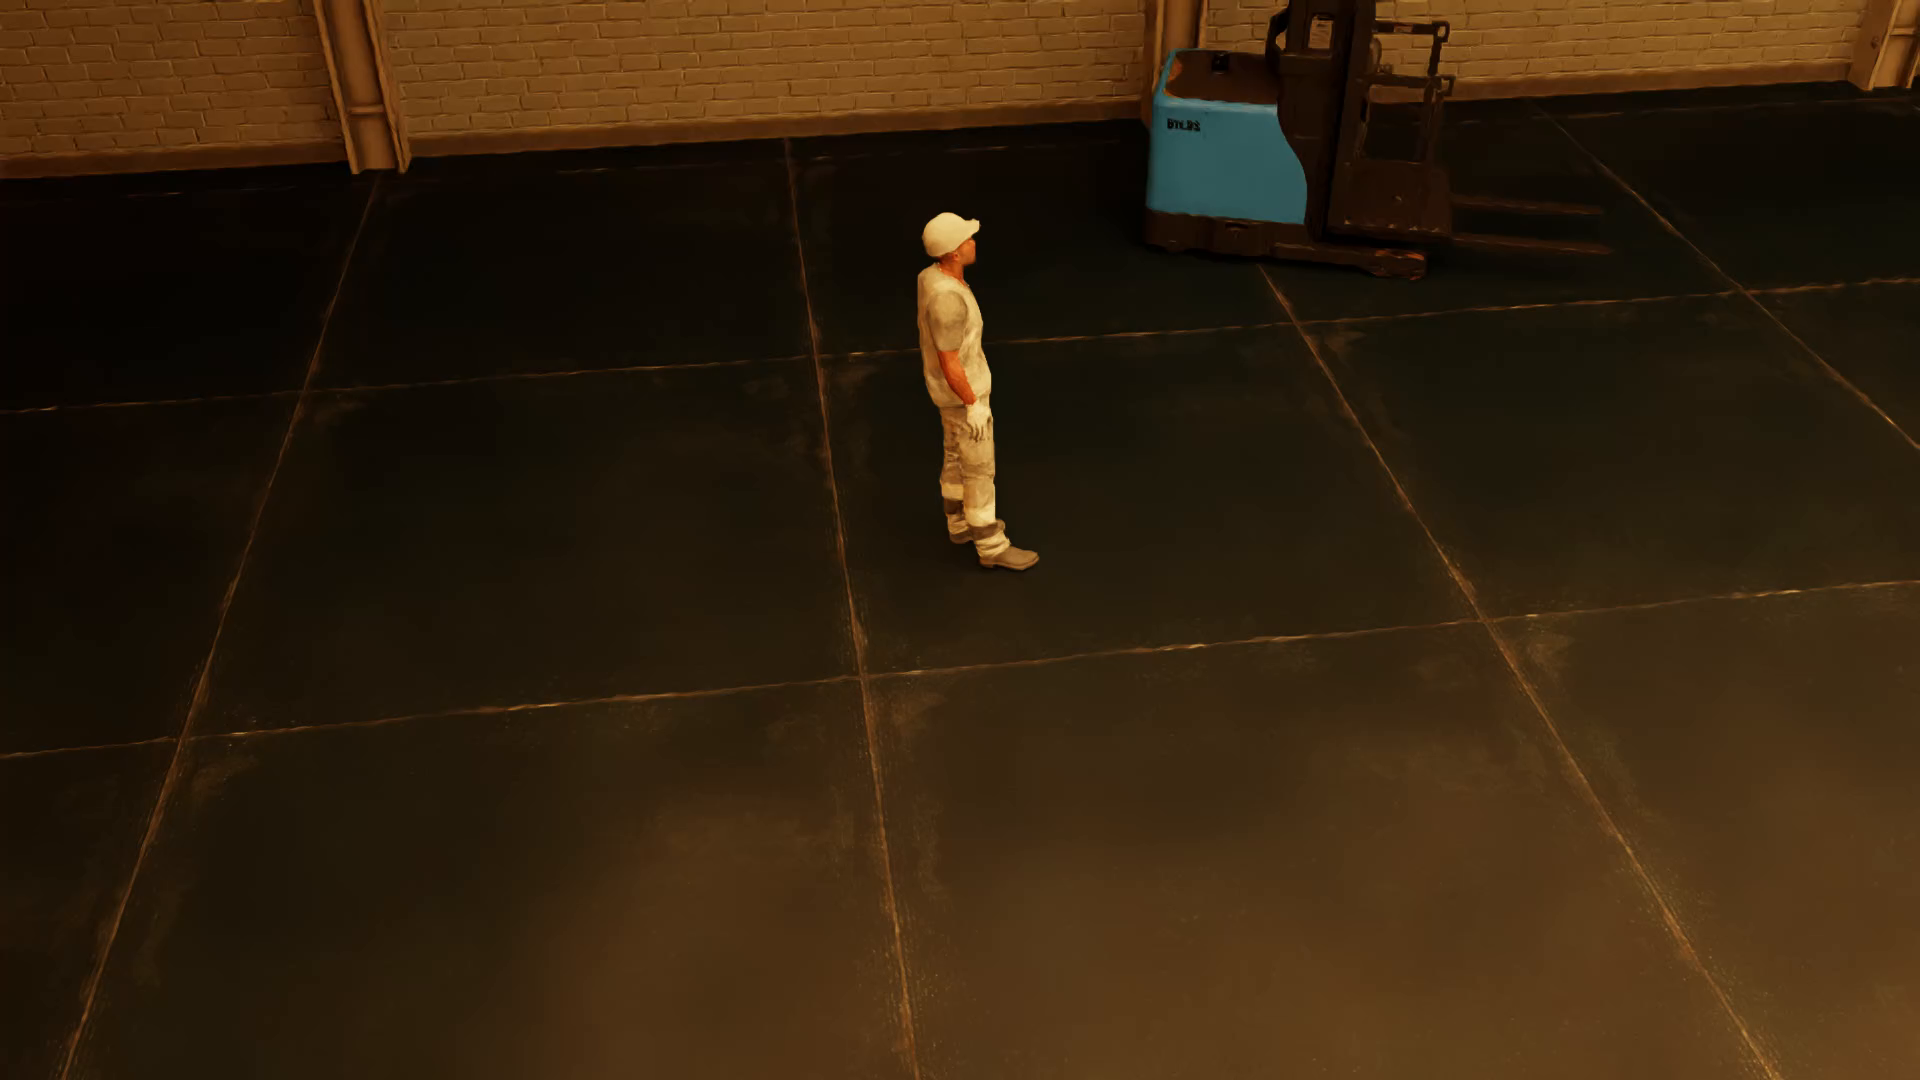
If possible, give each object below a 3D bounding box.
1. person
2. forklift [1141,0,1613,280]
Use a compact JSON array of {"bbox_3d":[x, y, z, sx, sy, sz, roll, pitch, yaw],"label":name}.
[{"bbox_3d":[0.081,-0.730,7.997,0.563,1.787,0.637,-5,36,-6],"label":"person"},{"bbox_3d":[2.790,-3.232,10.490,3.031,2.935,1.130,7,37,10],"label":"forklift"}]
